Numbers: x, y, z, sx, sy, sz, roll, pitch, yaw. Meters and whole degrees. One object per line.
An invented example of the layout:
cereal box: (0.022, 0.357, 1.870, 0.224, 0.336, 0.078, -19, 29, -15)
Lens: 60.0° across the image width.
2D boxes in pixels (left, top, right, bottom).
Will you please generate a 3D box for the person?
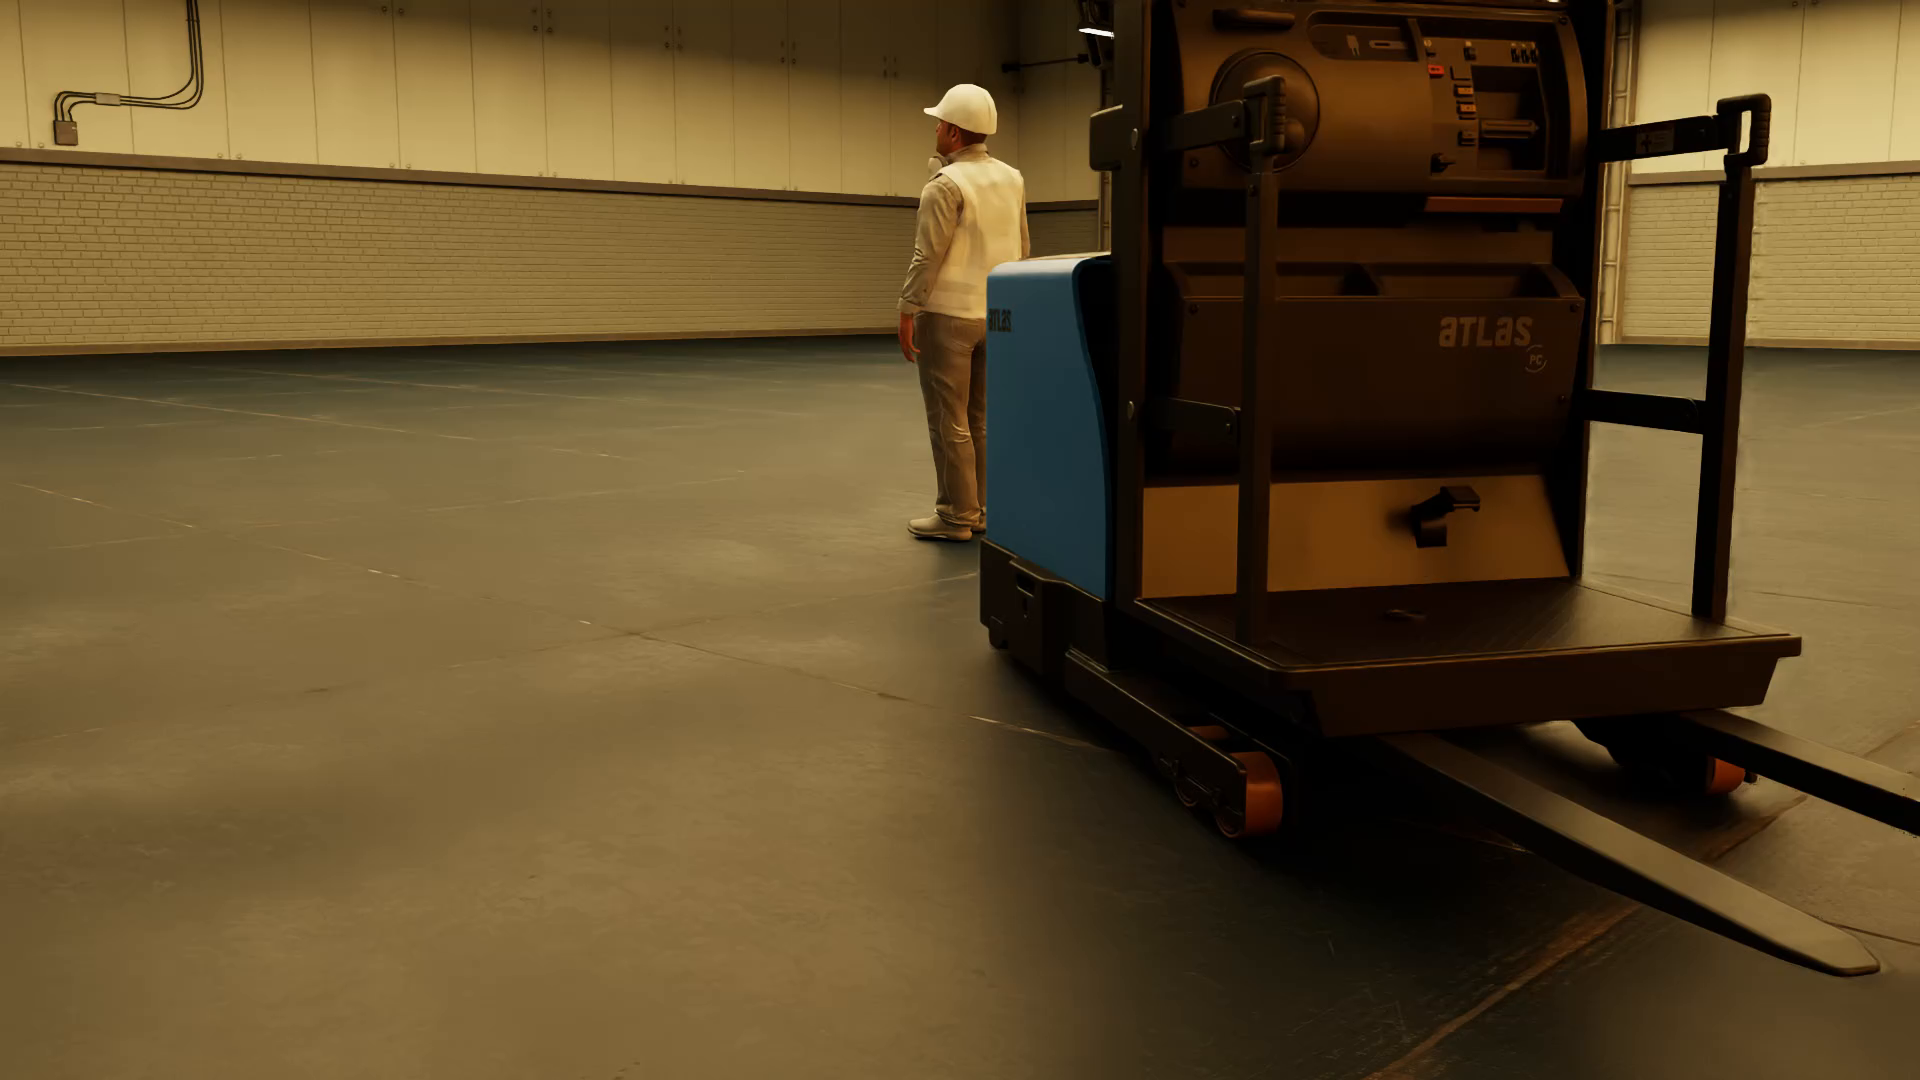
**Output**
person: (-0.039, -0.892, 6.633, 0.568, 1.773, 0.632, 8, 12, 43)

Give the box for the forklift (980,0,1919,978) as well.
forklift: (0.937, -0.961, 3.258, 1.130, 2.935, 3.031, -2, 9, -15)
